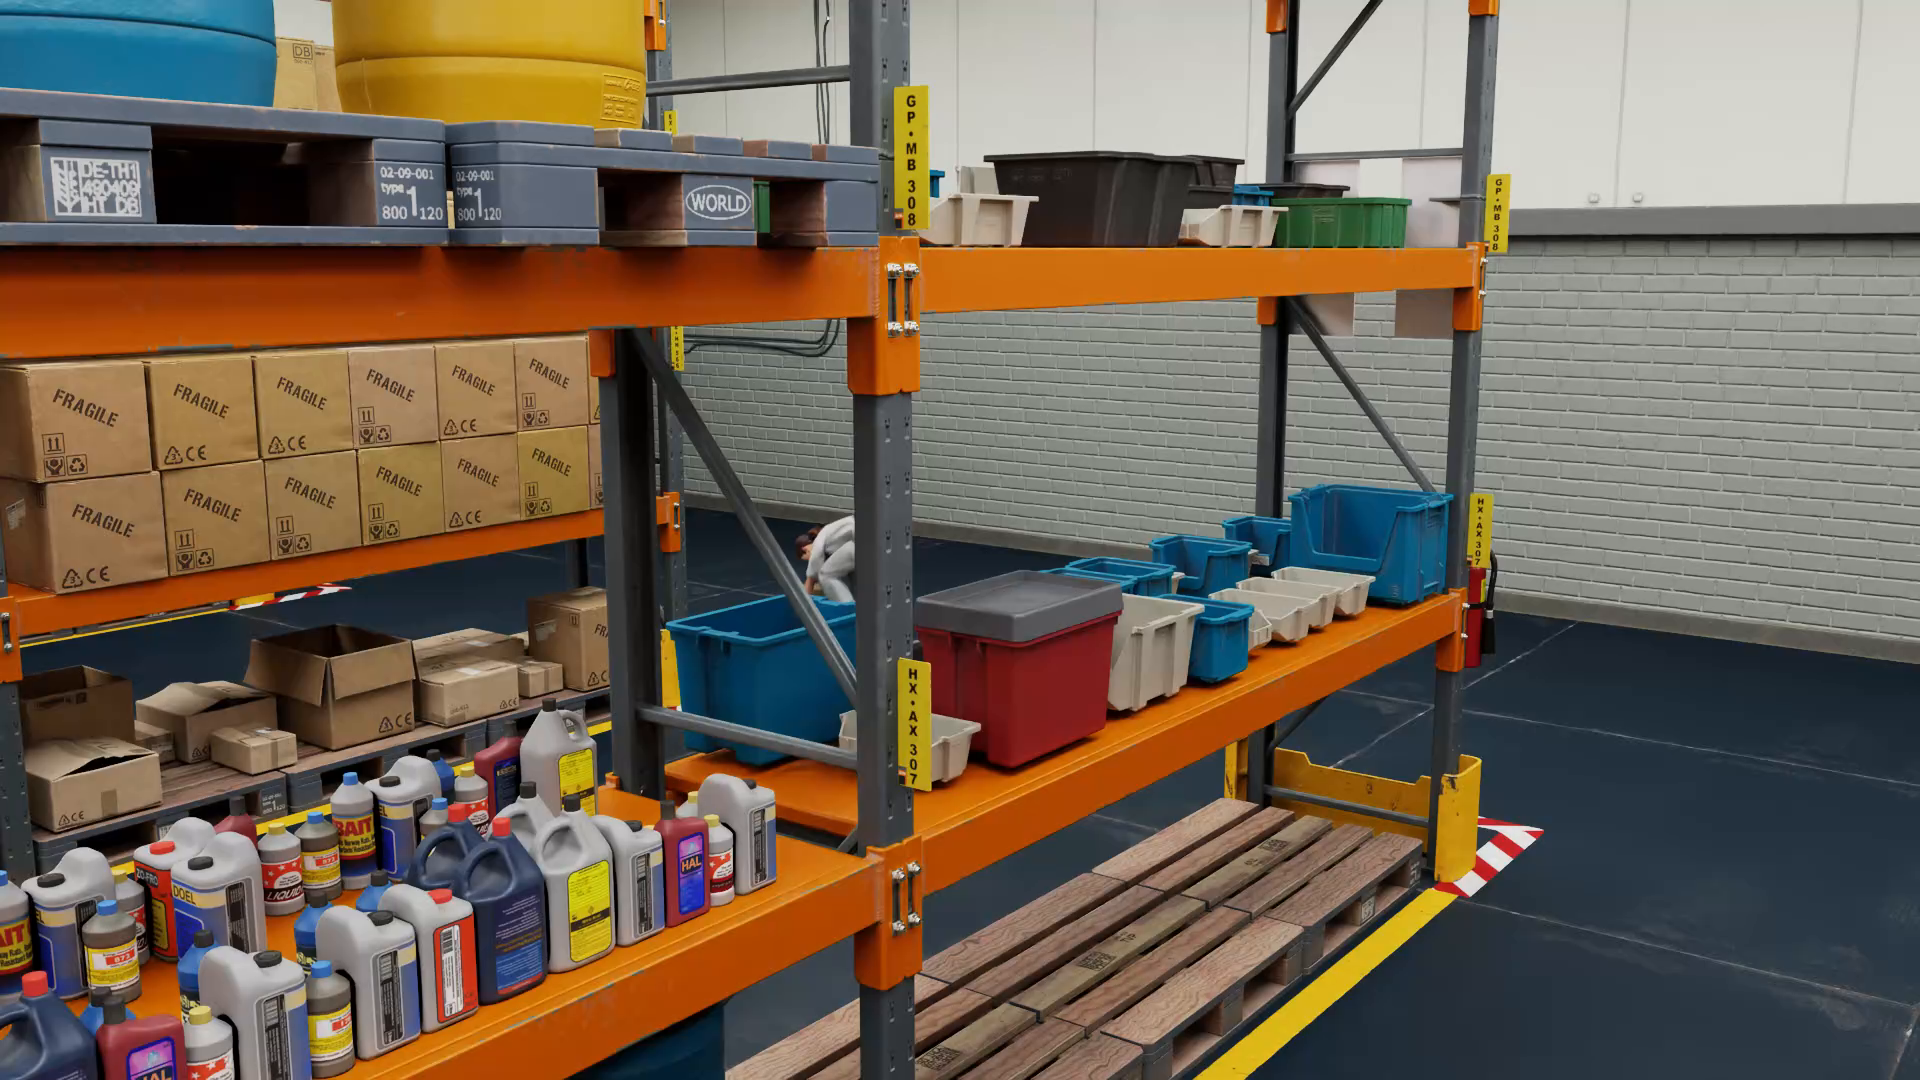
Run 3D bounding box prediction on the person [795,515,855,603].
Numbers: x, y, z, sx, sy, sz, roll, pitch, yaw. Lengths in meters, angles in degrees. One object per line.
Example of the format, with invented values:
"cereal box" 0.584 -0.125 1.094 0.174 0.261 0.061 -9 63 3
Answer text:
"person" -0.882 0.233 12.376 0.849 0.880 0.472 7 12 33
